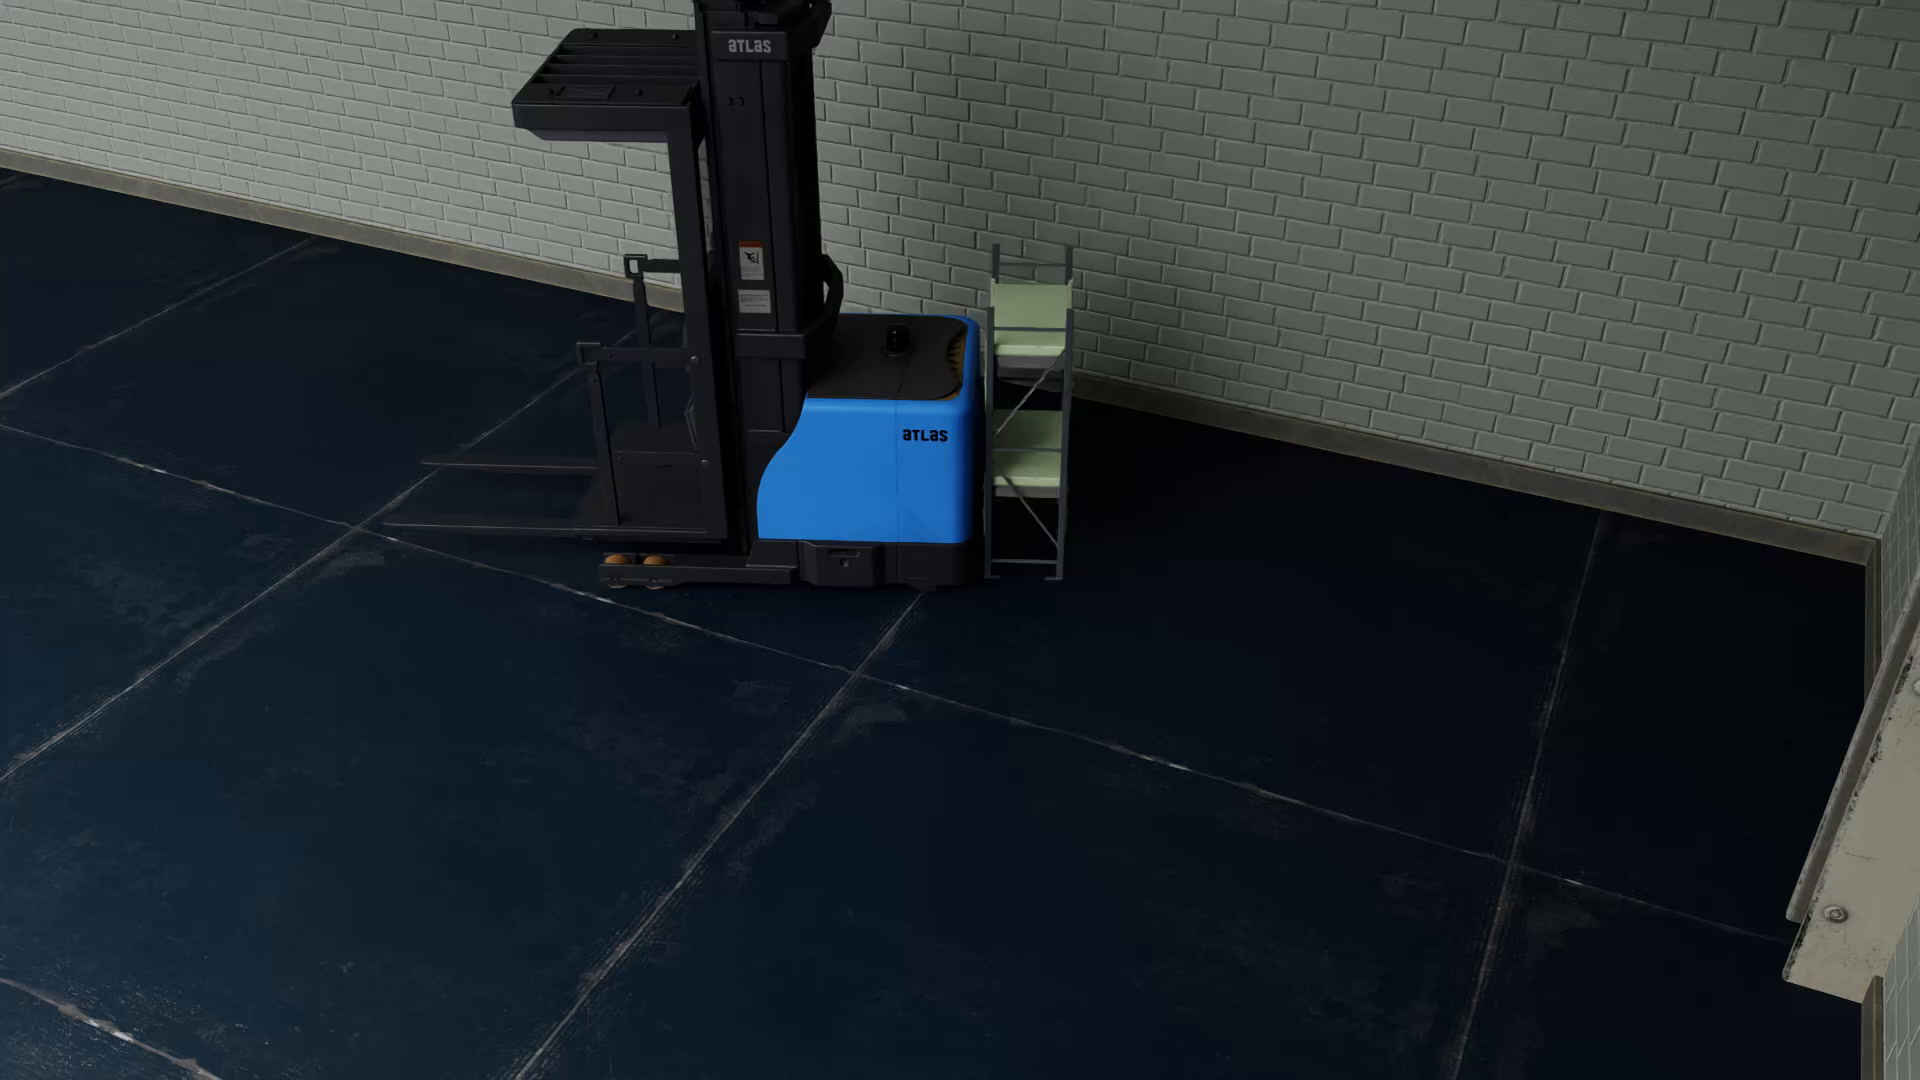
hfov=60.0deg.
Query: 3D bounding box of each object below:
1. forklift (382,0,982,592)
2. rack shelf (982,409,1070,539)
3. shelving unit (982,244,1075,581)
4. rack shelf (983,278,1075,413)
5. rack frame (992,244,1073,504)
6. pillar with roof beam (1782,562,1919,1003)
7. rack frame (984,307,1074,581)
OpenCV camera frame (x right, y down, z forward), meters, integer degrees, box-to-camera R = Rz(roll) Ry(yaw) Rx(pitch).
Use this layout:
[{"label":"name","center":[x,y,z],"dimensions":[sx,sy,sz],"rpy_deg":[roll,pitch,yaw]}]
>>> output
[{"label":"forklift","center":[-1.419,-1.266,8.007],"dimensions":[3.031,2.935,1.130],"rpy_deg":[2,33,2]},{"label":"rack shelf","center":[0.341,-0.361,8.527],"dimensions":[0.431,0.370,0.720],"rpy_deg":[2,33,2]},{"label":"shelving unit","center":[0.341,-0.634,8.348],"dimensions":[0.431,1.500,0.755],"rpy_deg":[2,33,2]},{"label":"rack shelf","center":[0.341,-0.960,8.134],"dimensions":[0.431,0.370,0.720],"rpy_deg":[2,33,2]},{"label":"rack frame","center":[0.360,-0.834,8.654],"dimensions":[0.400,1.500,0.023],"rpy_deg":[2,33,2]},{"label":"pillar with roof beam","center":[-0.603,-3.165,5.371],"dimensions":[9.100,9.000,0.400],"rpy_deg":[14,36,20]},{"label":"rack frame","center":[0.323,-0.433,8.043],"dimensions":[0.400,1.500,0.023],"rpy_deg":[2,33,2]}]
